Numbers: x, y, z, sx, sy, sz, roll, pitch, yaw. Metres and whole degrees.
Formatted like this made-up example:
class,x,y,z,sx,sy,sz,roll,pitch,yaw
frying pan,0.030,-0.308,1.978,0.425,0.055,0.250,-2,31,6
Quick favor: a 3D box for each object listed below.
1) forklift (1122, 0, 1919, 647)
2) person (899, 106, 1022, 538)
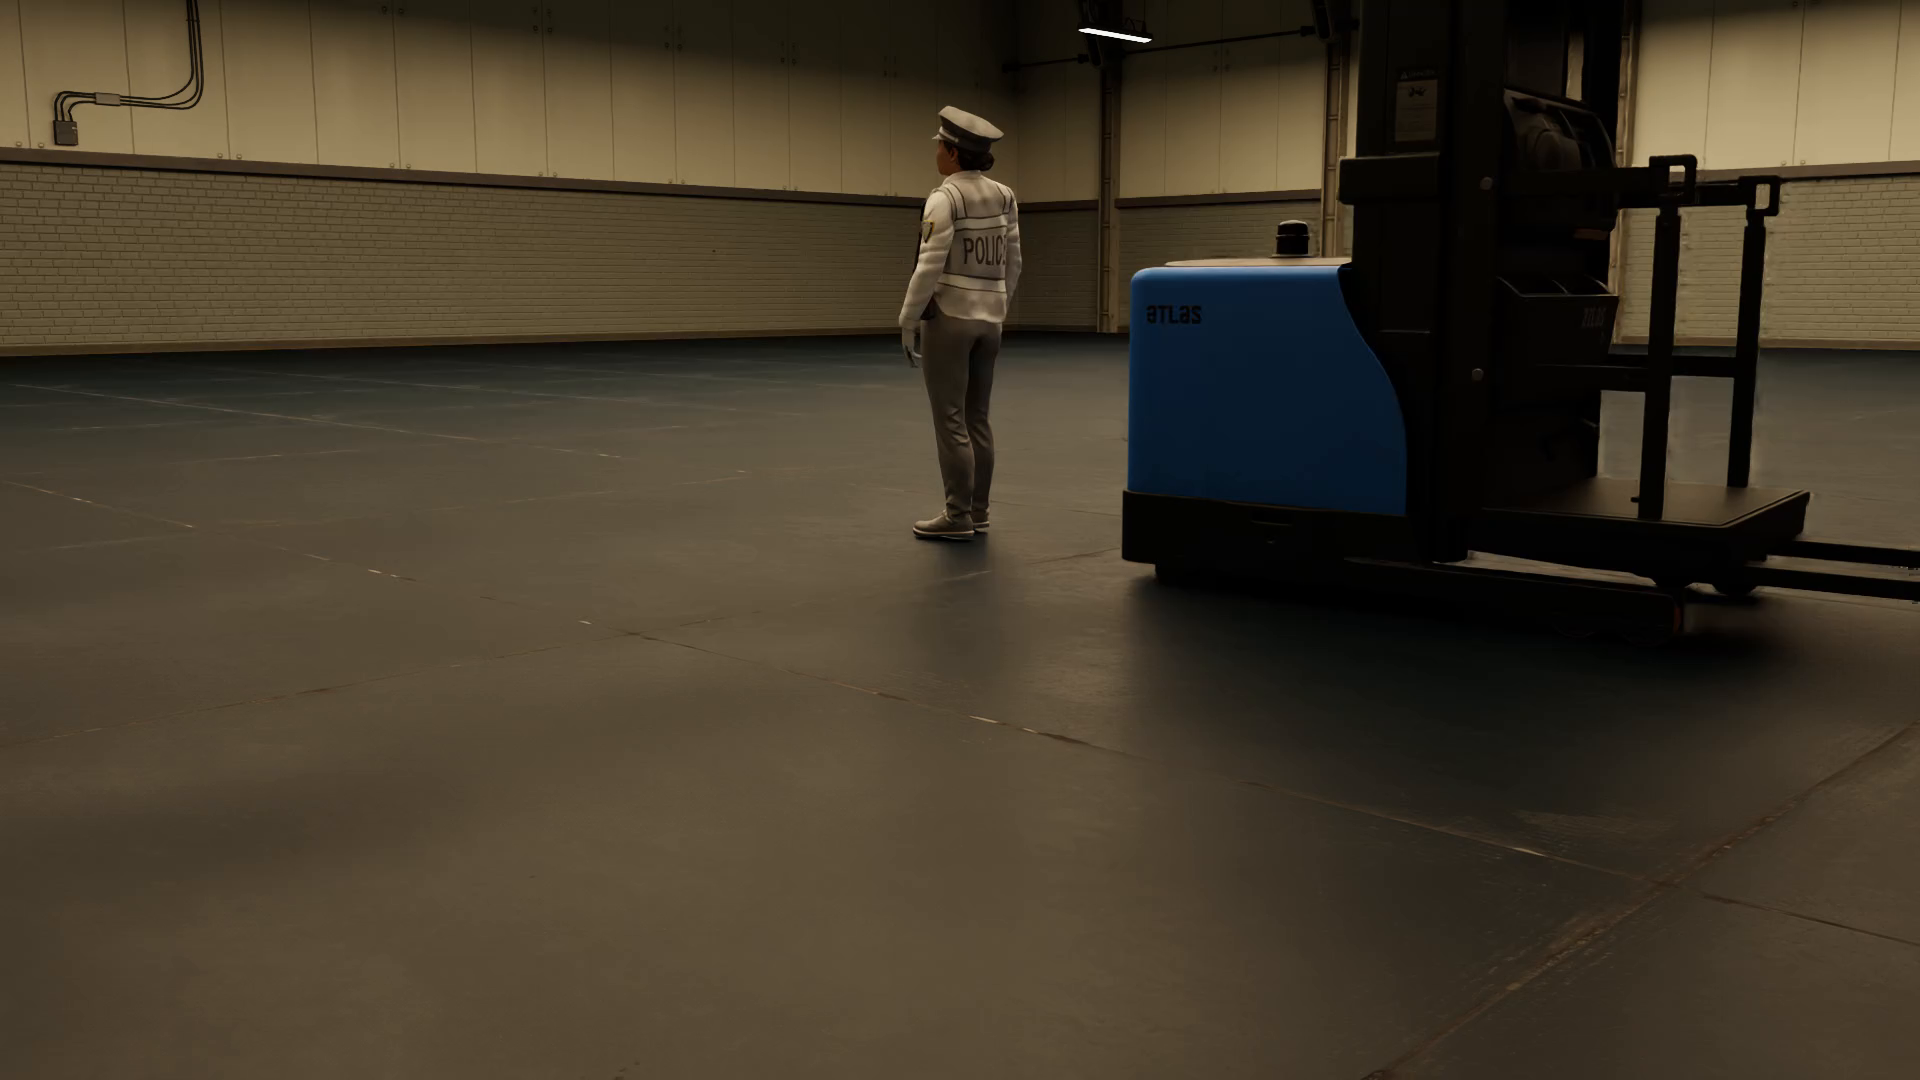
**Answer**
class,x,y,z,sx,sy,sz,roll,pitch,yaw
forklift,2.040,-1.234,5.071,3.031,2.935,1.130,7,11,37
person,-0.044,-0.853,6.641,0.533,1.696,0.588,8,12,43
